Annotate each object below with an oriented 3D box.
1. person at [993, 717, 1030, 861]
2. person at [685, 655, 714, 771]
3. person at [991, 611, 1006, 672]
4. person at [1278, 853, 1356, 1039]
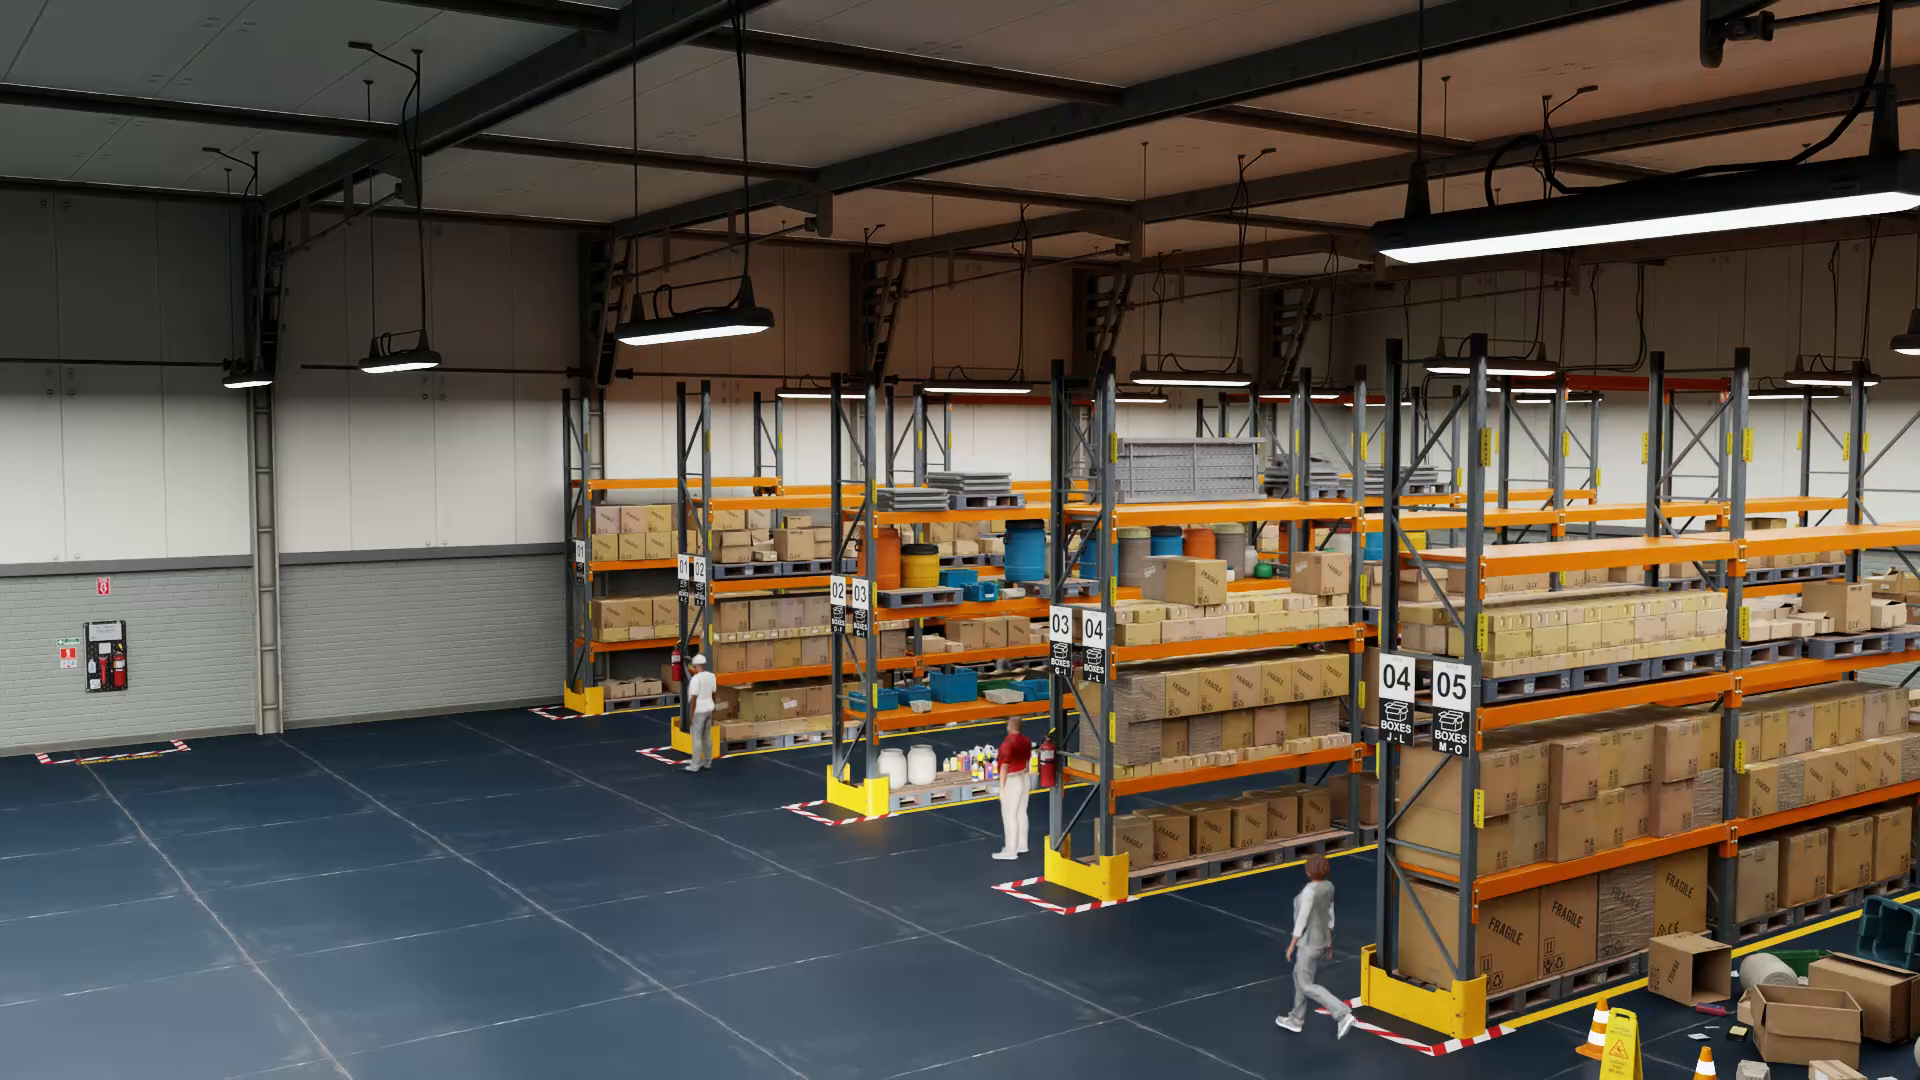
[{"bbox_3d":[0.621,3.004,20.245,0.405,1.734,0.669,2,4,23],"label":"person"},{"bbox_3d":[-4.004,2.638,25.493,0.434,1.772,0.610,0,4,8],"label":"person"},{"bbox_3d":[0.803,2.170,34.021,0.744,1.640,0.523,-3,5,-40],"label":"person"},{"bbox_3d":[3.051,3.455,14.191,0.684,1.587,0.412,1,4,19],"label":"person"}]
